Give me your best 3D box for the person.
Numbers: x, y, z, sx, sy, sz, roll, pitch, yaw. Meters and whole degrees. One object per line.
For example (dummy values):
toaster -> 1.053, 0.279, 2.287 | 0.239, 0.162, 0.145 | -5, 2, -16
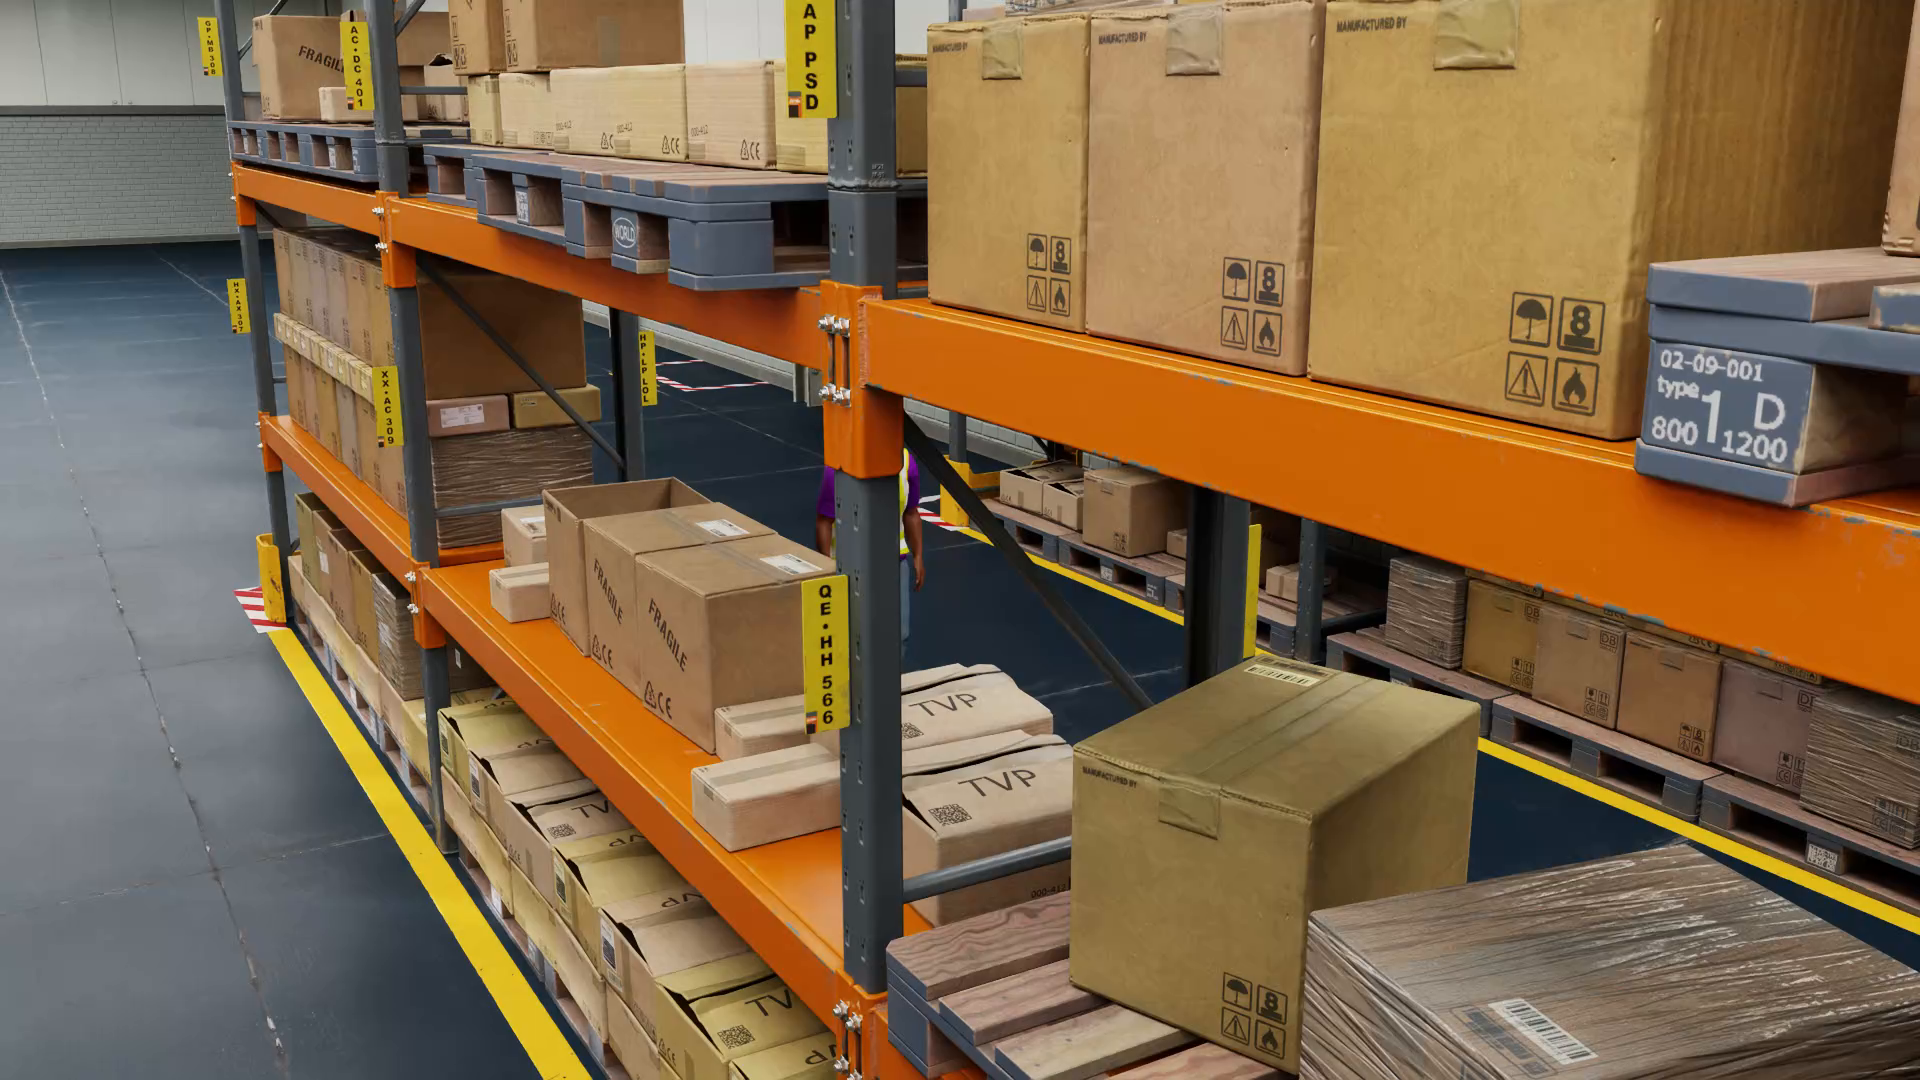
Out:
person -> -0.439, 0.129, 8.495 | 0.621, 1.756, 0.461 | -9, 17, -32
